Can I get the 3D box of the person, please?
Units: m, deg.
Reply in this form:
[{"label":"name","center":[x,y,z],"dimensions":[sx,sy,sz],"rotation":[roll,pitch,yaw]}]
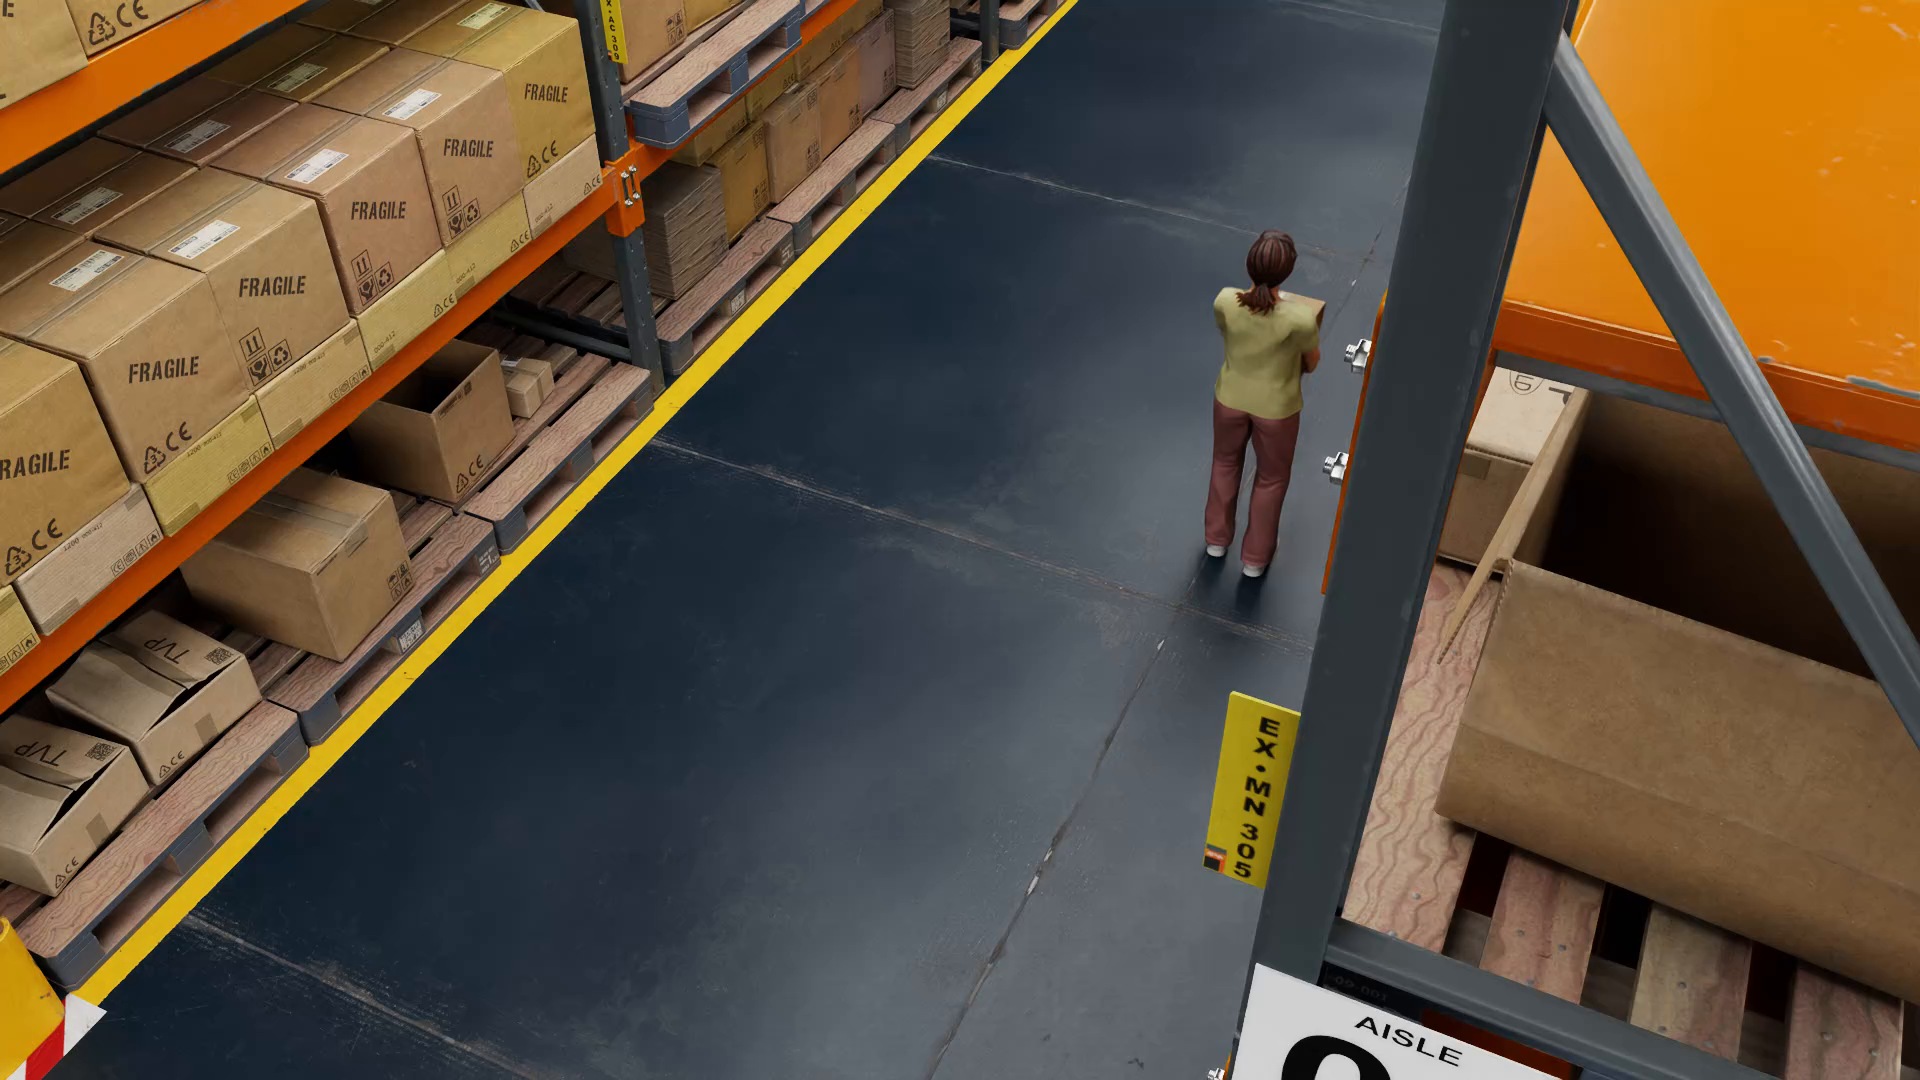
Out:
[{"label":"person","center":[1.236,-0.594,6.826],"dimensions":[0.425,1.665,0.556],"rotation":[18,45,19]}]
